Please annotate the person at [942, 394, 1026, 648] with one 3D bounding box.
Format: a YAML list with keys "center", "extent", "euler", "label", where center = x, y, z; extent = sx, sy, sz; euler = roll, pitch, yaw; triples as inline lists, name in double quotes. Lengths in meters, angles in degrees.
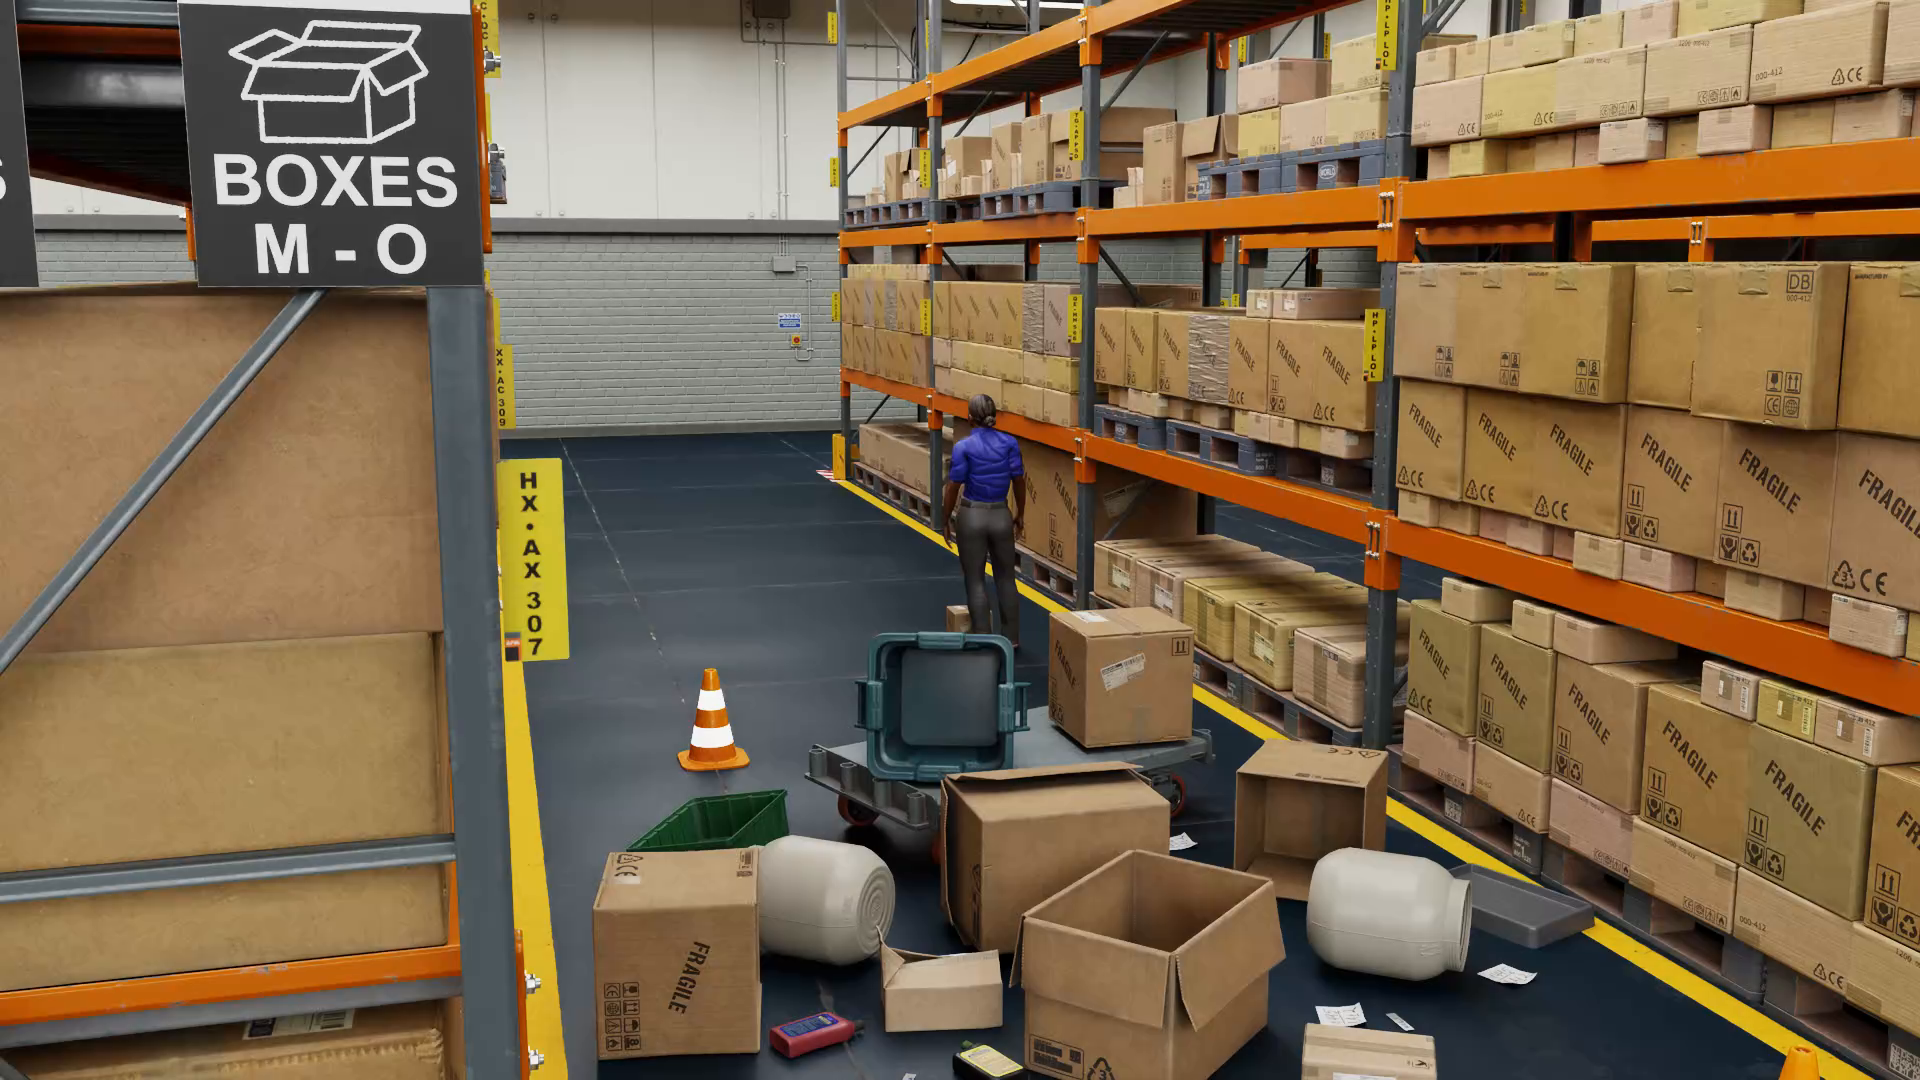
- center: [0.146, -0.103, 10.468]
  extent: [0.570, 1.657, 0.502]
  euler: [-3, 10, -16]
  label: "person"
